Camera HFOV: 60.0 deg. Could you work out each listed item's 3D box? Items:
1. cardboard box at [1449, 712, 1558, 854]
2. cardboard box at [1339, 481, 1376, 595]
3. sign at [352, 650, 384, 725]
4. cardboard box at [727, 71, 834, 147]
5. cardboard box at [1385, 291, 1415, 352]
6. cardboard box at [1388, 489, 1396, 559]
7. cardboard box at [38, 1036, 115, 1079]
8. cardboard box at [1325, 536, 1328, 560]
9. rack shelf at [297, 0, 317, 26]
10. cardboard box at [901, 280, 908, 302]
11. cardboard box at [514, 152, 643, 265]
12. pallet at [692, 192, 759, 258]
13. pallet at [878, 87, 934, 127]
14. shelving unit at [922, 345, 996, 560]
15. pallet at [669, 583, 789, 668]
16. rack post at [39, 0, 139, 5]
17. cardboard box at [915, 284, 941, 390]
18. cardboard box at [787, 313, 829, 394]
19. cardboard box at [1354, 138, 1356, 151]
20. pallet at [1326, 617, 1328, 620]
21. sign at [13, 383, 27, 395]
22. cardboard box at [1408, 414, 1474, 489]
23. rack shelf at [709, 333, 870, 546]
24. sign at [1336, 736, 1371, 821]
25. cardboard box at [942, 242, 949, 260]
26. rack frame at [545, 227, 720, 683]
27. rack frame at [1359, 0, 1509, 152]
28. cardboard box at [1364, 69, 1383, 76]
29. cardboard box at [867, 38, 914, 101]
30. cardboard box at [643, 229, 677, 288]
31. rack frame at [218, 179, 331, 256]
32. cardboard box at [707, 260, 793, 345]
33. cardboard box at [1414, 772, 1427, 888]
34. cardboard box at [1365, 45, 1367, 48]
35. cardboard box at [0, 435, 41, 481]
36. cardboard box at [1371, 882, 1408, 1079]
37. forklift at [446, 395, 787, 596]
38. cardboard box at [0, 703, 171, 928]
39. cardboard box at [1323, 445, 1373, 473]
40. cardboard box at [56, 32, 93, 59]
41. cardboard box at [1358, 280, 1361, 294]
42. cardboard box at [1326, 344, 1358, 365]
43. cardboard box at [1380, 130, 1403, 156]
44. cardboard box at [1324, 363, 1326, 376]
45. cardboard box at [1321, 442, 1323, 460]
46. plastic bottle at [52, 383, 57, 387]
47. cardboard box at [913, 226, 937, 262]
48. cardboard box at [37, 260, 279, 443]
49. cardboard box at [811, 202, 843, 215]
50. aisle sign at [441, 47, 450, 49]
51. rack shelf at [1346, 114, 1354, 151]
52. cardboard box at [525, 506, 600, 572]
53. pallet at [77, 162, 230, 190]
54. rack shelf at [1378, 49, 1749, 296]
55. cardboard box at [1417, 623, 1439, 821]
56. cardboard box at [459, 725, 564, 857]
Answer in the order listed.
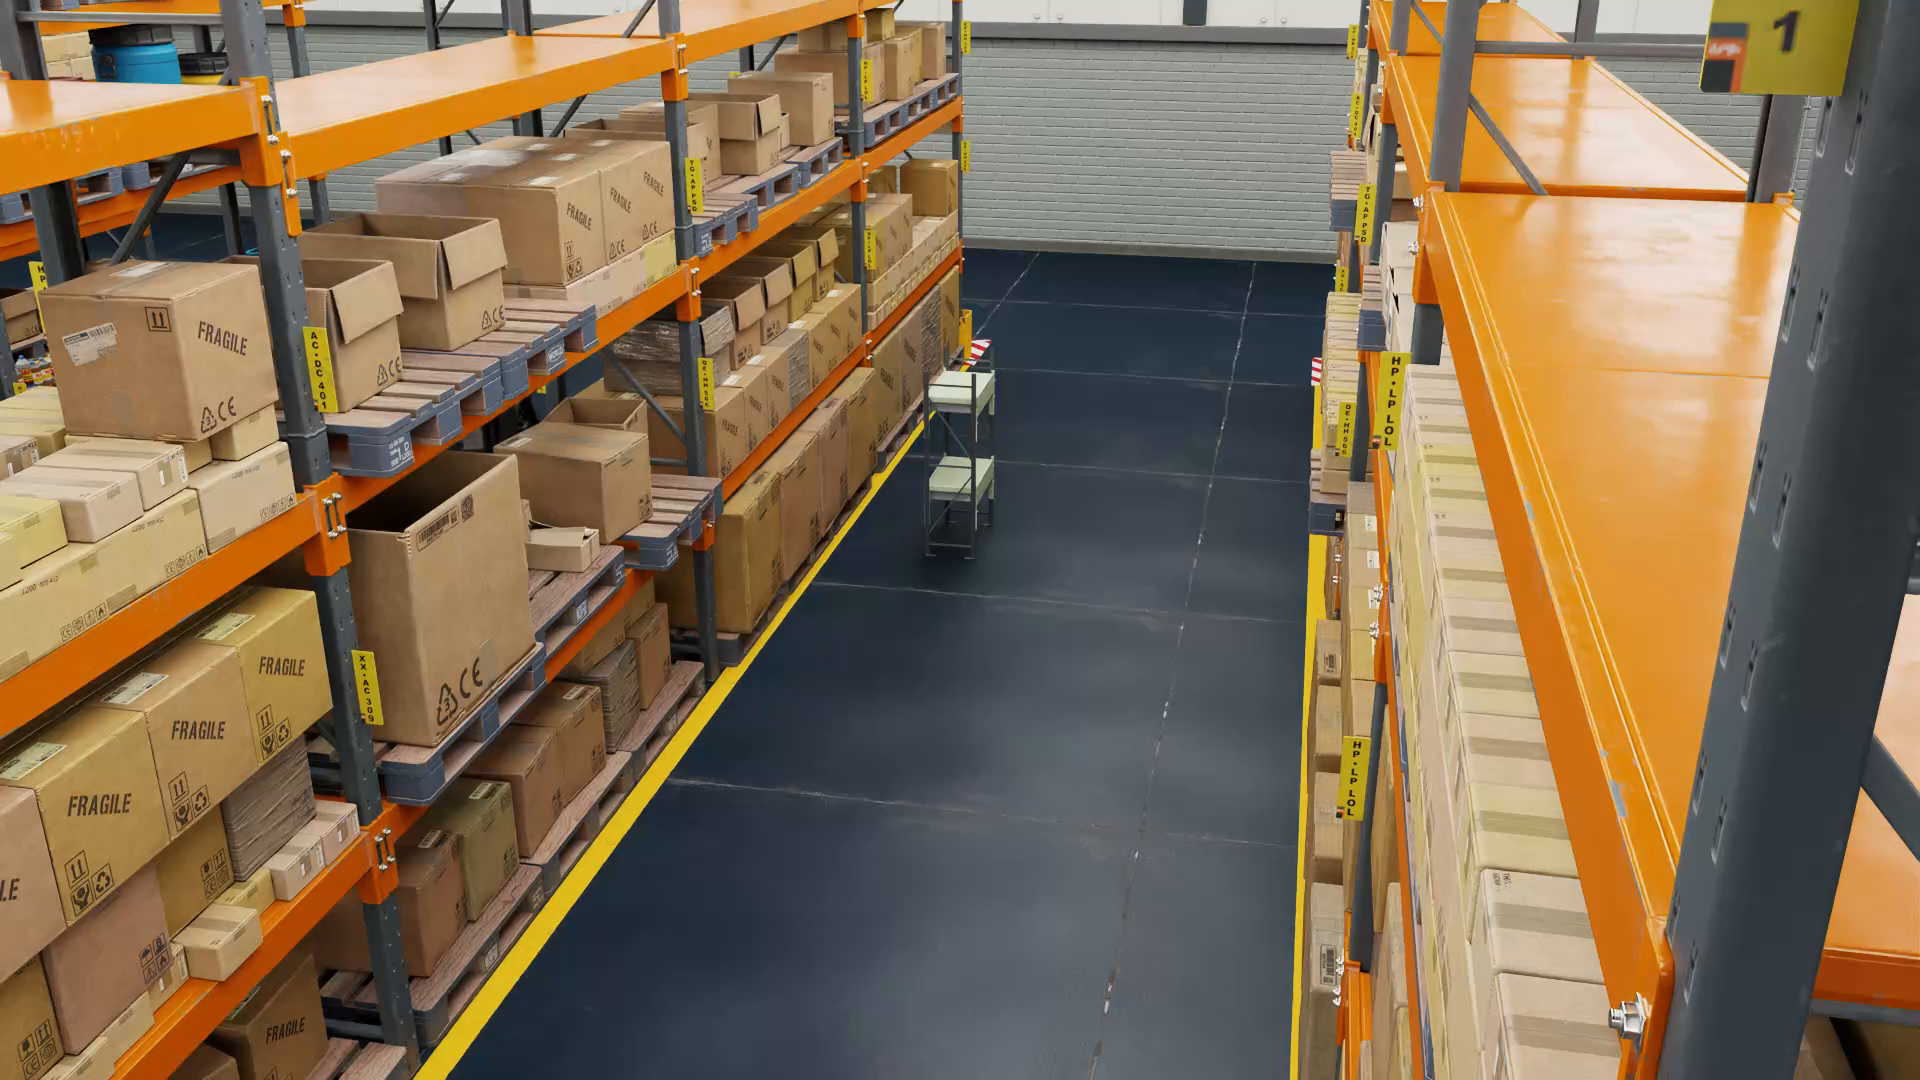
[{"bbox_3d":[1.041,0.431,2.825,0.380,0.149,0.250,5,22,11],"label":"cardboard box"},{"bbox_3d":[2.373,0.009,9.183,0.500,0.500,0.500,5,22,12],"label":"cardboard box"},{"bbox_3d":[-2.389,0.596,6.699,0.100,0.325,0.005,4,22,11],"label":"sign"},{"bbox_3d":[-1.398,-3.386,13.035,0.700,0.500,0.500,5,22,12],"label":"cardboard box"},{"bbox_3d":[2.055,-0.875,6.919,0.500,0.311,0.500,4,22,9],"label":"cardboard box"},{"bbox_3d":[1.506,-0.035,5.049,0.380,0.149,0.250,4,22,10],"label":"cardboard box"},{"bbox_3d":[-2.999,1.724,5.393,0.380,0.149,0.250,4,22,11],"label":"cardboard box"},{"bbox_3d":[3.029,-0.143,12.478,0.500,0.500,0.500,5,23,13],"label":"cardboard box"},{"bbox_3d":[-5.730,-5.339,16.063,1.077,0.370,4.000,4,22,11],"label":"rack shelf"},{"bbox_3d":[-0.693,-2.315,15.423,0.380,0.149,0.250,4,22,10],"label":"cardboard box"},{"bbox_3d":[-2.052,-1.791,8.968,0.500,0.500,0.500,4,22,11],"label":"cardboard box"},{"bbox_3d":[-2.027,-2.047,10.659,1.213,0.211,1.003,6,23,13],"label":"pallet"},{"bbox_3d":[-0.861,-4.060,15.523,1.003,0.211,1.213,4,22,11],"label":"pallet"},{"bbox_3d":[-0.001,-0.693,13.067,0.431,1.500,0.755,4,22,11],"label":"shelving unit"},{"bbox_3d":[-1.871,0.507,11.812,1.003,0.211,1.213,4,22,11],"label":"pallet"},{"bbox_3d":[-6.427,-4.145,12.269,0.937,0.300,0.954,7,23,17],"label":"rack post"},{"bbox_3d":[-0.711,-2.066,16.749,0.875,0.875,0.875,4,22,11],"label":"cardboard box"},{"bbox_3d":[-1.325,-1.449,12.802,0.500,0.500,0.500,4,22,10],"label":"cardboard box"},{"bbox_3d":[3.494,-3.255,13.606,0.500,0.250,0.500,4,22,11],"label":"cardboard box"},{"bbox_3d":[3.141,0.474,11.893,1.003,0.211,1.213,4,22,11],"label":"pallet"},{"bbox_3d":[-6.415,-0.918,11.398,0.100,0.325,0.005,4,22,11],"label":"sign"},{"bbox_3d":[1.403,-0.218,4.439,0.380,0.149,0.250,4,22,10],"label":"cardboard box"},{"bbox_3d":[-1.698,-0.901,12.540,1.077,0.370,4.000,4,22,11],"label":"rack shelf"},{"bbox_3d":[1.380,0.836,5.818,0.100,0.325,0.005,4,22,11],"label":"sign"},{"bbox_3d":[-0.328,-2.970,17.050,0.380,0.149,0.250,5,22,11],"label":"cardboard box"},{"bbox_3d":[-2.106,-0.504,10.589,1.000,3.000,0.127,4,22,11],"label":"rack frame"},{"bbox_3d":[3.545,-4.334,12.070,1.000,3.000,0.127,4,22,11],"label":"rack frame"},{"bbox_3d":[3.546,-3.807,13.775,0.380,0.149,0.250,4,22,9],"label":"cardboard box"},{"bbox_3d":[-0.829,-4.313,15.202,0.700,0.500,0.500,5,23,13],"label":"cardboard box"},{"bbox_3d":[-1.963,-1.633,9.579,0.500,0.250,0.500,5,22,11],"label":"cardboard box"},{"bbox_3d":[-6.138,-2.344,15.159,1.000,3.000,0.127,4,22,11],"label":"rack frame"},{"bbox_3d":[-1.675,-1.765,12.245,0.797,0.503,0.637,5,23,13],"label":"cardboard box"},{"bbox_3d":[1.144,0.616,3.434,0.380,0.149,0.250,5,22,12],"label":"cardboard box"},{"bbox_3d":[4.003,-4.560,15.644,0.380,0.149,0.250,5,23,13],"label":"cardboard box"},{"bbox_3d":[-3.354,-0.252,5.615,0.380,0.149,0.250,5,22,11],"label":"cardboard box"},{"bbox_3d":[1.561,1.333,4.382,0.875,0.550,0.550,4,22,11],"label":"cardboard box"},{"bbox_3d":[-2.781,-0.806,11.432,3.031,2.935,1.130,-4,22,-9],"label":"forklift"},{"bbox_3d":[-2.948,0.862,5.327,0.500,0.500,0.500,4,22,11],"label":"cardboard box"},{"bbox_3d":[2.384,-0.520,10.006,0.380,0.149,0.250,5,22,12],"label":"cardboard box"},{"bbox_3d":[-10.026,-5.532,18.592,0.500,0.250,0.500,4,22,11],"label":"cardboard box"},{"bbox_3d":[3.367,-1.934,13.609,0.500,0.500,0.500,4,22,11],"label":"cardboard box"},{"bbox_3d":[2.700,-1.225,11.358,0.380,0.149,0.250,5,23,13],"label":"cardboard box"},{"bbox_3d":[2.647,-2.238,9.721,0.396,0.266,0.258,4,22,11],"label":"cardboard box"},{"bbox_3d":[2.752,-1.179,11.641,0.380,0.149,0.250,4,22,10],"label":"cardboard box"},{"bbox_3d":[2.484,-0.567,10.521,0.380,0.149,0.250,5,22,12],"label":"cardboard box"},{"bbox_3d":[-6.500,-0.995,11.982,0.097,0.271,0.097,0,22,0],"label":"plastic bottle"},{"bbox_3d":[-0.520,-2.929,16.413,0.500,0.250,0.500,4,22,9],"label":"cardboard box"},{"bbox_3d":[-2.764,-0.664,5.772,0.500,0.500,0.500,4,22,9],"label":"cardboard box"},{"bbox_3d":[-1.351,-2.754,14.976,0.500,0.500,0.500,5,22,11],"label":"cardboard box"},{"bbox_3d":[-5.598,-5.062,18.427,0.394,0.787,0.004,4,22,11],"label":"aisle sign"},{"bbox_3d":[3.953,-3.341,14.581,1.077,0.370,4.000,4,22,11],"label":"rack shelf"},{"bbox_3d":[-2.182,-0.006,8.970,0.396,0.266,0.258,4,22,9],"label":"cardboard box"},{"bbox_3d":[-6.431,-2.939,12.873,1.003,0.211,1.213,4,22,11],"label":"pallet"},{"bbox_3d":[2.321,-1.621,6.831,1.077,0.370,4.000,4,22,11],"label":"rack shelf"},{"bbox_3d":[1.232,0.385,3.474,0.500,0.250,0.500,5,22,11],"label":"cardboard box"},{"bbox_3d":[-2.546,1.314,8.833,0.700,0.500,0.500,3,22,6],"label":"cardboard box"}]
